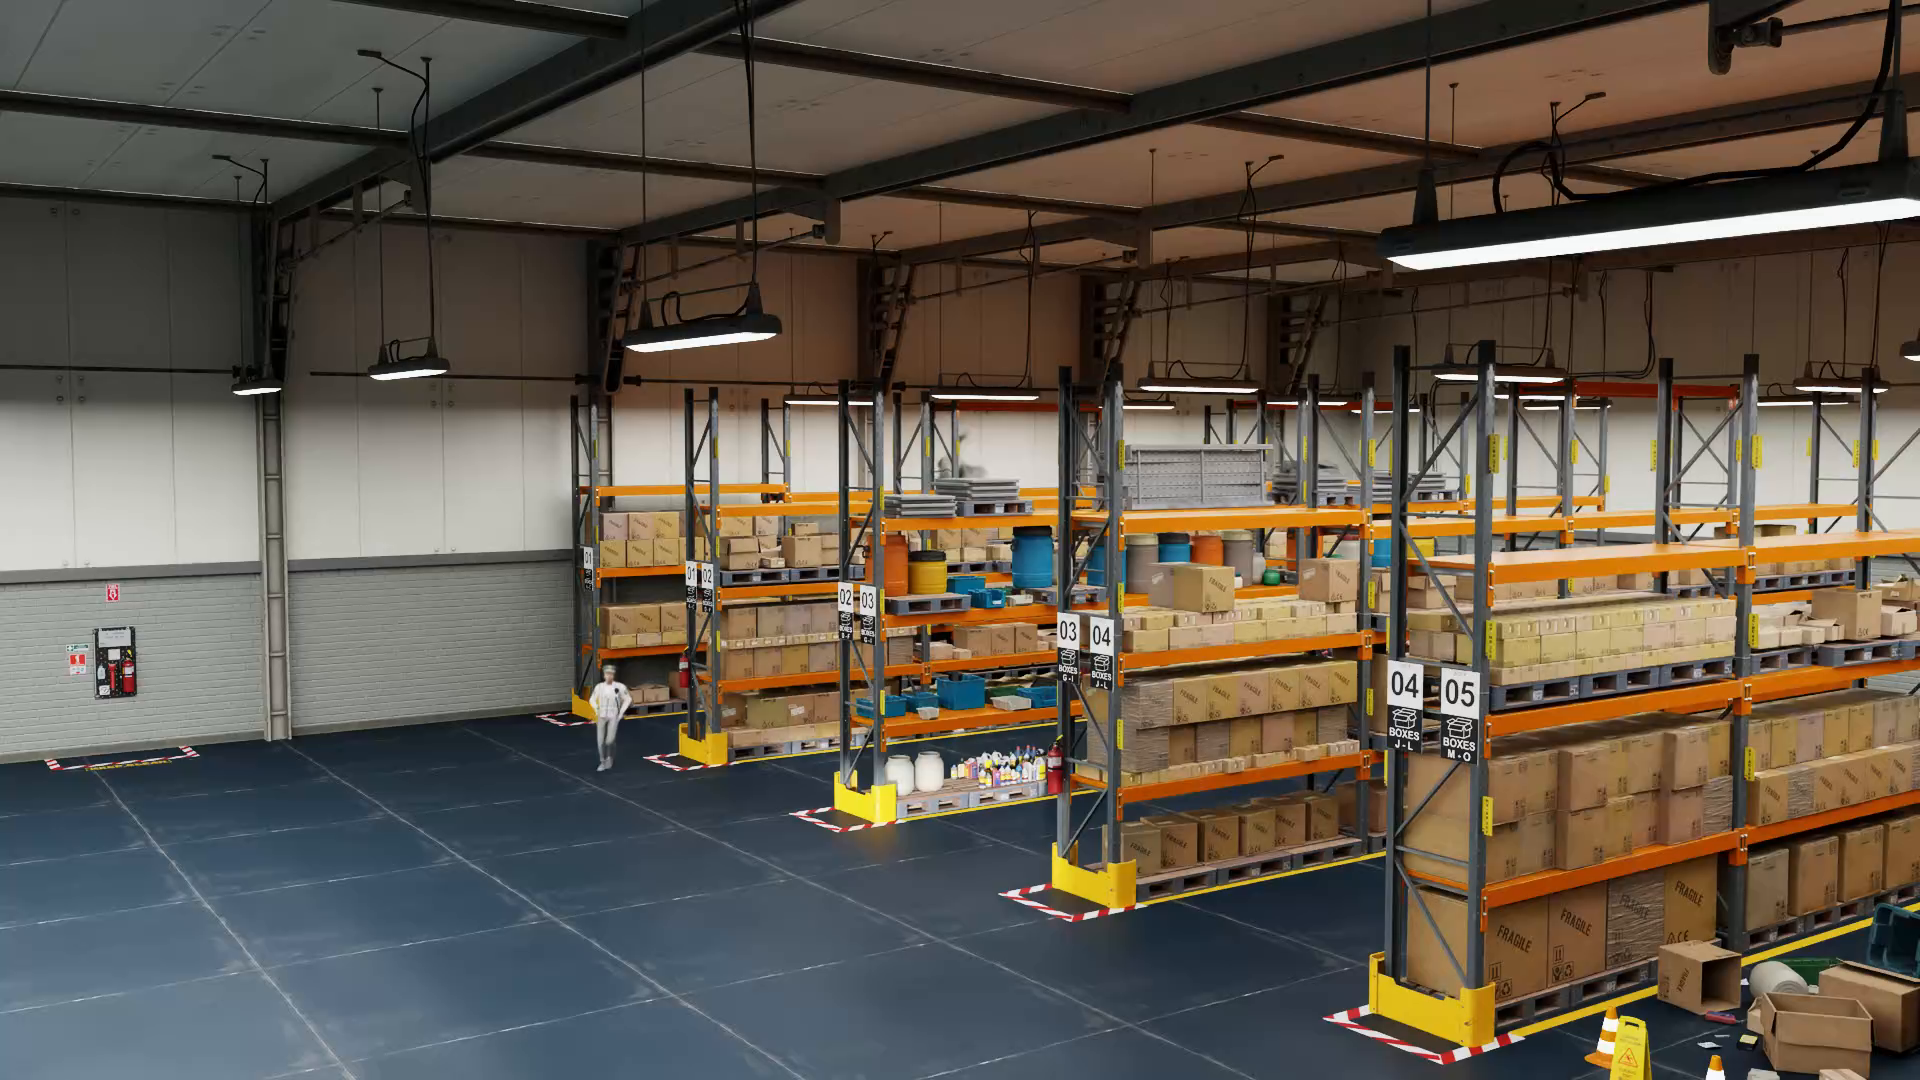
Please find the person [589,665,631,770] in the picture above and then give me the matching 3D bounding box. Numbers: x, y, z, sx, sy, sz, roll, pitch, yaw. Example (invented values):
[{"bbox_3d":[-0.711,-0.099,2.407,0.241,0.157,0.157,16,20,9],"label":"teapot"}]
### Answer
[{"bbox_3d":[-5.468,2.773,25.875,0.622,1.667,0.550,0,3,1],"label":"person"}]
